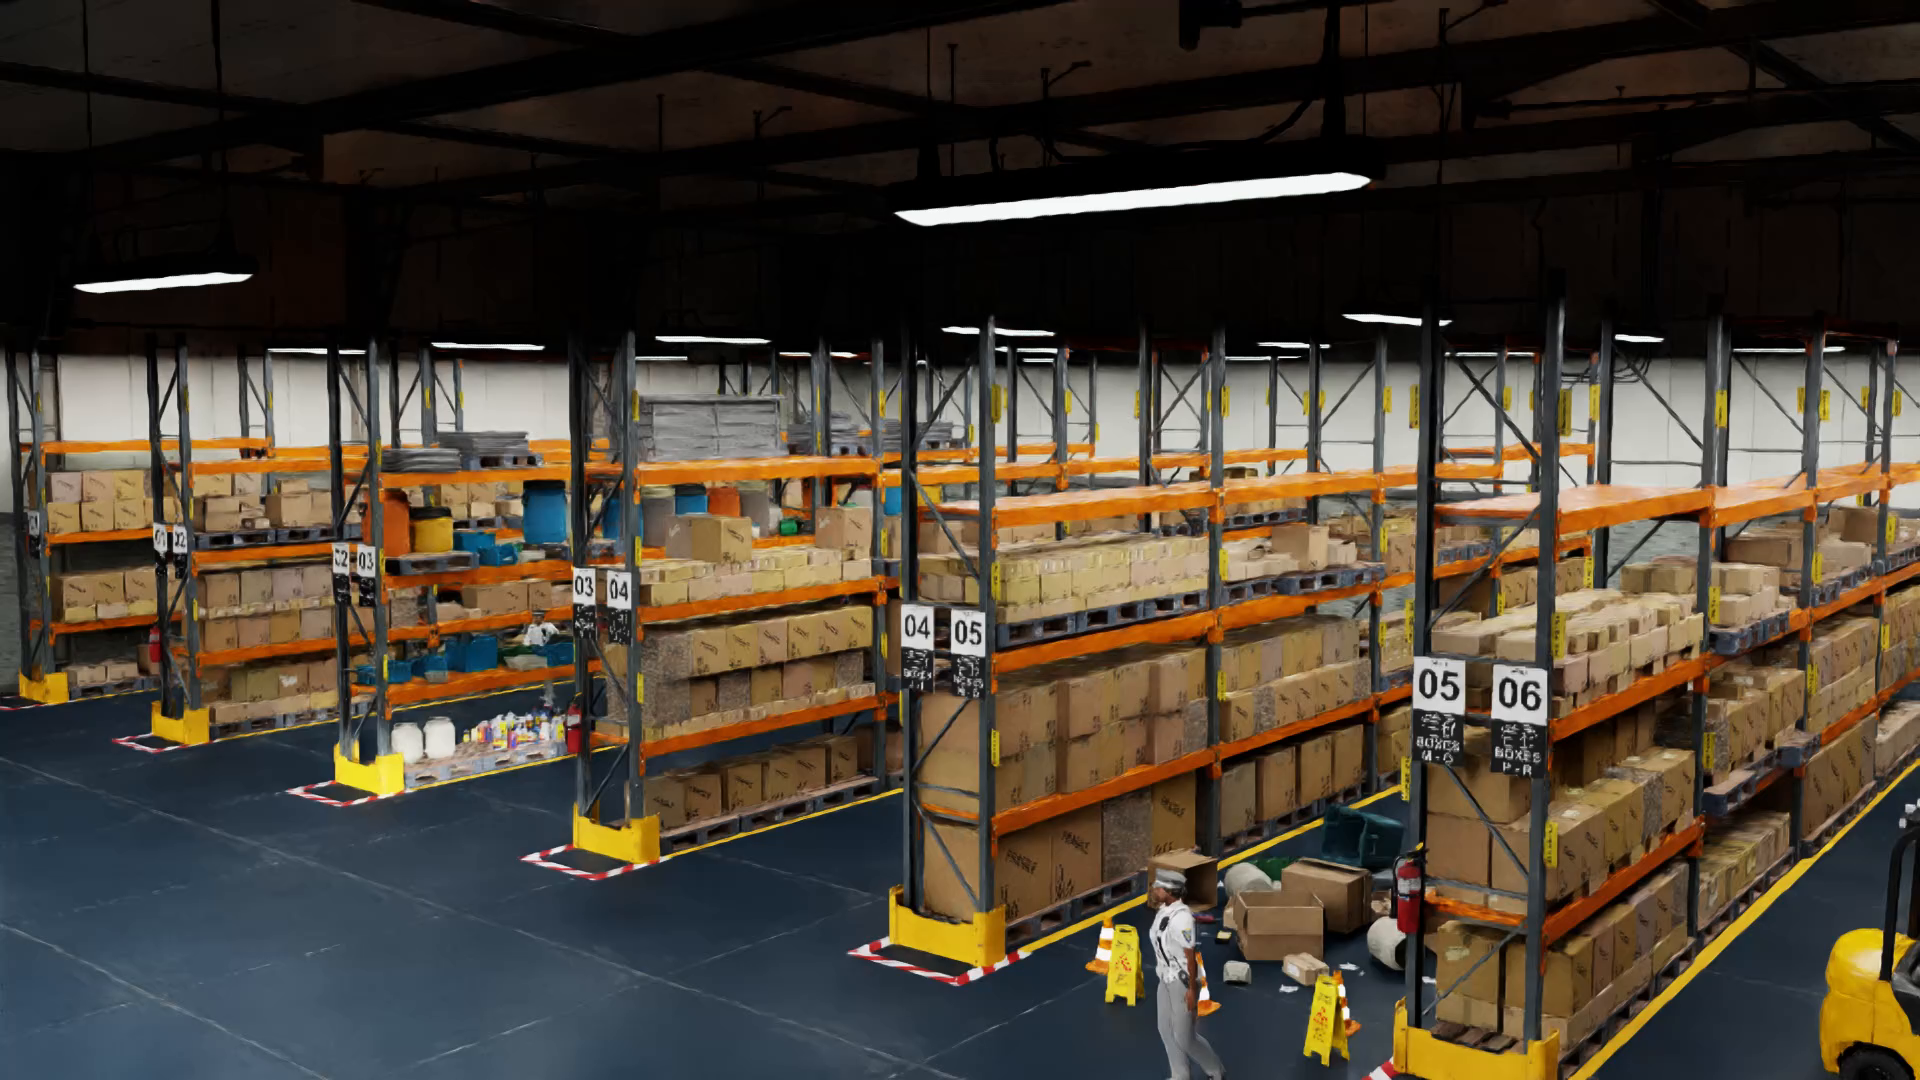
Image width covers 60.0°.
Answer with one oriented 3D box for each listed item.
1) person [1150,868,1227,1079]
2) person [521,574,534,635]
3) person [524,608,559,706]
[{"bbox_3d":[1.685,3.243,12.235,0.548,1.660,0.520,-1,5,-14],"label":"person"},{"bbox_3d":[-8.522,1.444,32.780,0.346,1.626,0.482,1,5,11],"label":"person"},{"bbox_3d":[-6.837,1.890,27.416,0.639,1.610,0.807,2,6,23],"label":"person"}]
